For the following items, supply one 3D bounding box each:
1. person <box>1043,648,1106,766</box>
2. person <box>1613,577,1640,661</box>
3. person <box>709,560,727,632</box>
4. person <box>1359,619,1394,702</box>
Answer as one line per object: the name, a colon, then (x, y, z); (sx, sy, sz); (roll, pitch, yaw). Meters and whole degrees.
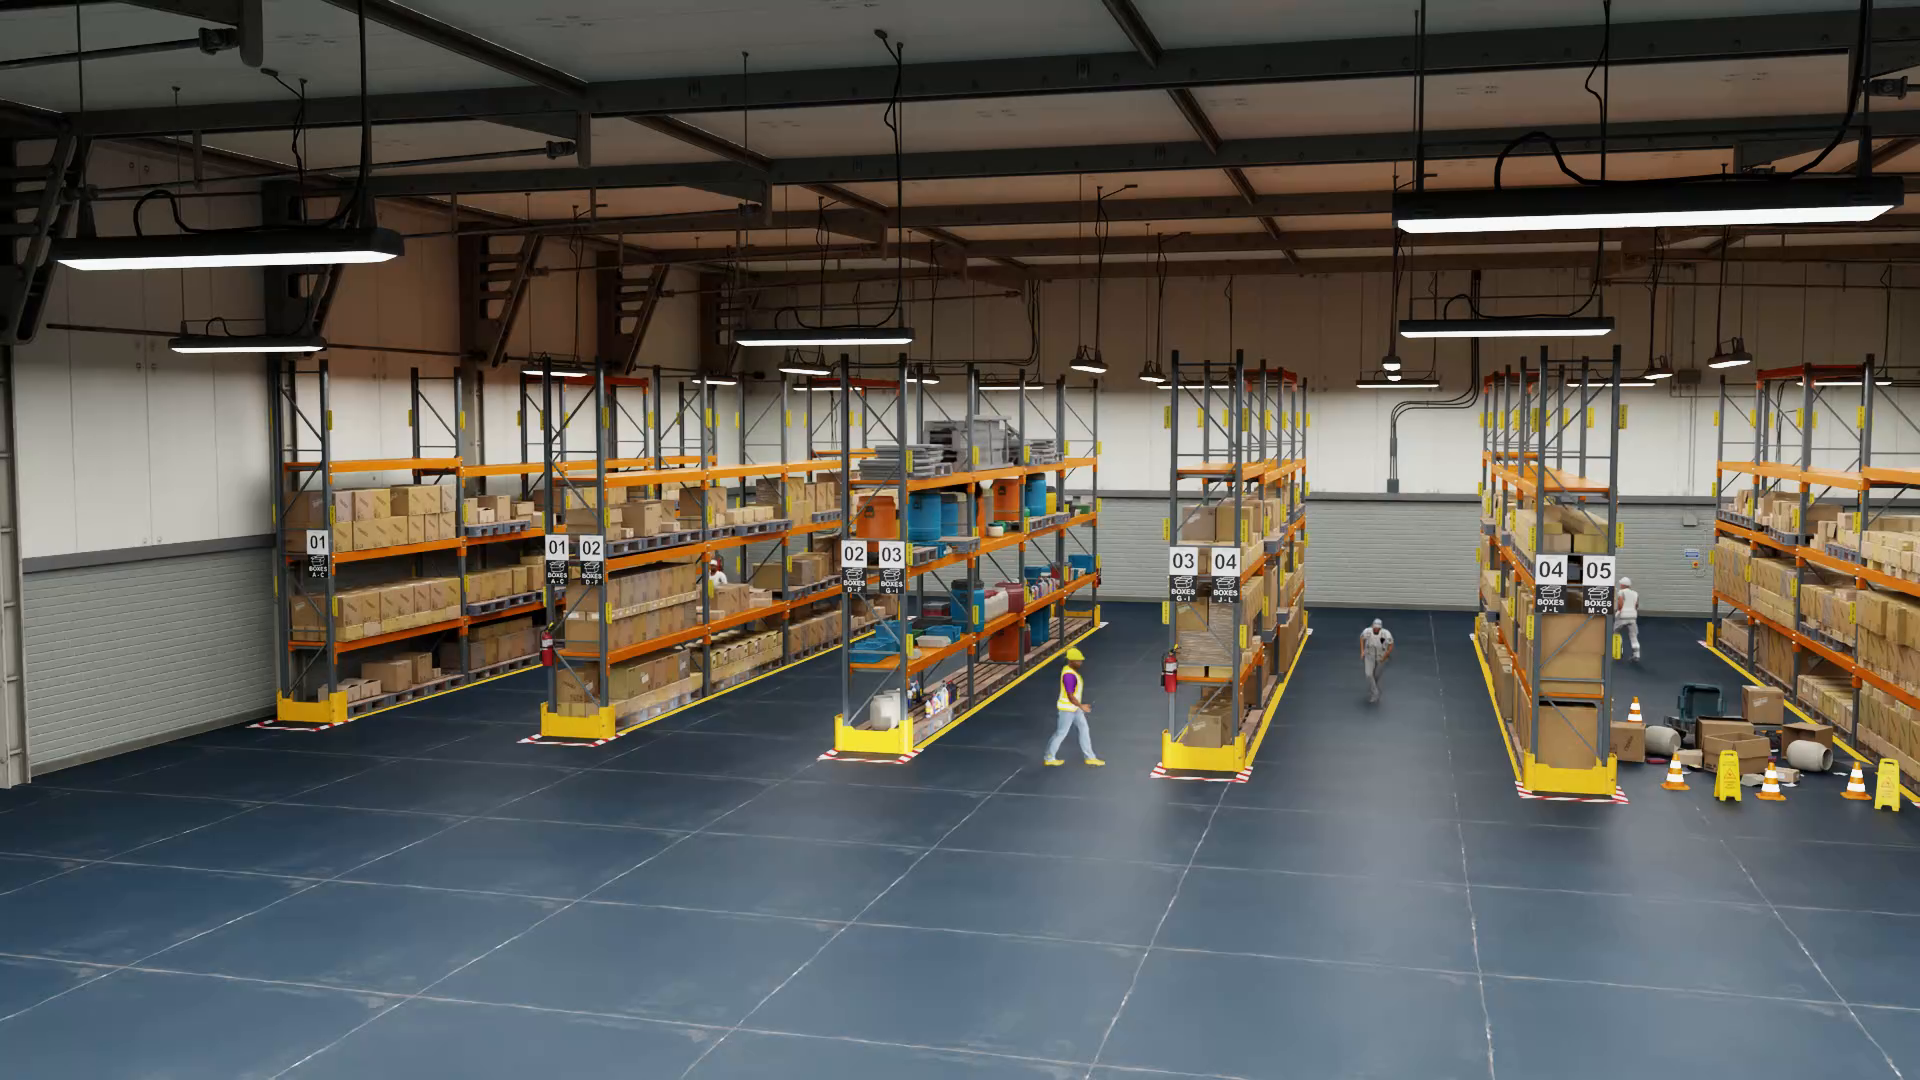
person: (1.619, 2.393, 23.760); (0.897, 1.718, 0.668); (1, 4, 12)
person: (13.816, 1.646, 34.461); (0.619, 1.723, 0.972); (0, 4, -3)
person: (-5.787, 1.322, 38.920); (0.687, 1.721, 0.640); (1, 4, 15)
person: (7.476, 2.128, 29.873); (0.603, 1.530, 1.083); (1, 4, 12)
